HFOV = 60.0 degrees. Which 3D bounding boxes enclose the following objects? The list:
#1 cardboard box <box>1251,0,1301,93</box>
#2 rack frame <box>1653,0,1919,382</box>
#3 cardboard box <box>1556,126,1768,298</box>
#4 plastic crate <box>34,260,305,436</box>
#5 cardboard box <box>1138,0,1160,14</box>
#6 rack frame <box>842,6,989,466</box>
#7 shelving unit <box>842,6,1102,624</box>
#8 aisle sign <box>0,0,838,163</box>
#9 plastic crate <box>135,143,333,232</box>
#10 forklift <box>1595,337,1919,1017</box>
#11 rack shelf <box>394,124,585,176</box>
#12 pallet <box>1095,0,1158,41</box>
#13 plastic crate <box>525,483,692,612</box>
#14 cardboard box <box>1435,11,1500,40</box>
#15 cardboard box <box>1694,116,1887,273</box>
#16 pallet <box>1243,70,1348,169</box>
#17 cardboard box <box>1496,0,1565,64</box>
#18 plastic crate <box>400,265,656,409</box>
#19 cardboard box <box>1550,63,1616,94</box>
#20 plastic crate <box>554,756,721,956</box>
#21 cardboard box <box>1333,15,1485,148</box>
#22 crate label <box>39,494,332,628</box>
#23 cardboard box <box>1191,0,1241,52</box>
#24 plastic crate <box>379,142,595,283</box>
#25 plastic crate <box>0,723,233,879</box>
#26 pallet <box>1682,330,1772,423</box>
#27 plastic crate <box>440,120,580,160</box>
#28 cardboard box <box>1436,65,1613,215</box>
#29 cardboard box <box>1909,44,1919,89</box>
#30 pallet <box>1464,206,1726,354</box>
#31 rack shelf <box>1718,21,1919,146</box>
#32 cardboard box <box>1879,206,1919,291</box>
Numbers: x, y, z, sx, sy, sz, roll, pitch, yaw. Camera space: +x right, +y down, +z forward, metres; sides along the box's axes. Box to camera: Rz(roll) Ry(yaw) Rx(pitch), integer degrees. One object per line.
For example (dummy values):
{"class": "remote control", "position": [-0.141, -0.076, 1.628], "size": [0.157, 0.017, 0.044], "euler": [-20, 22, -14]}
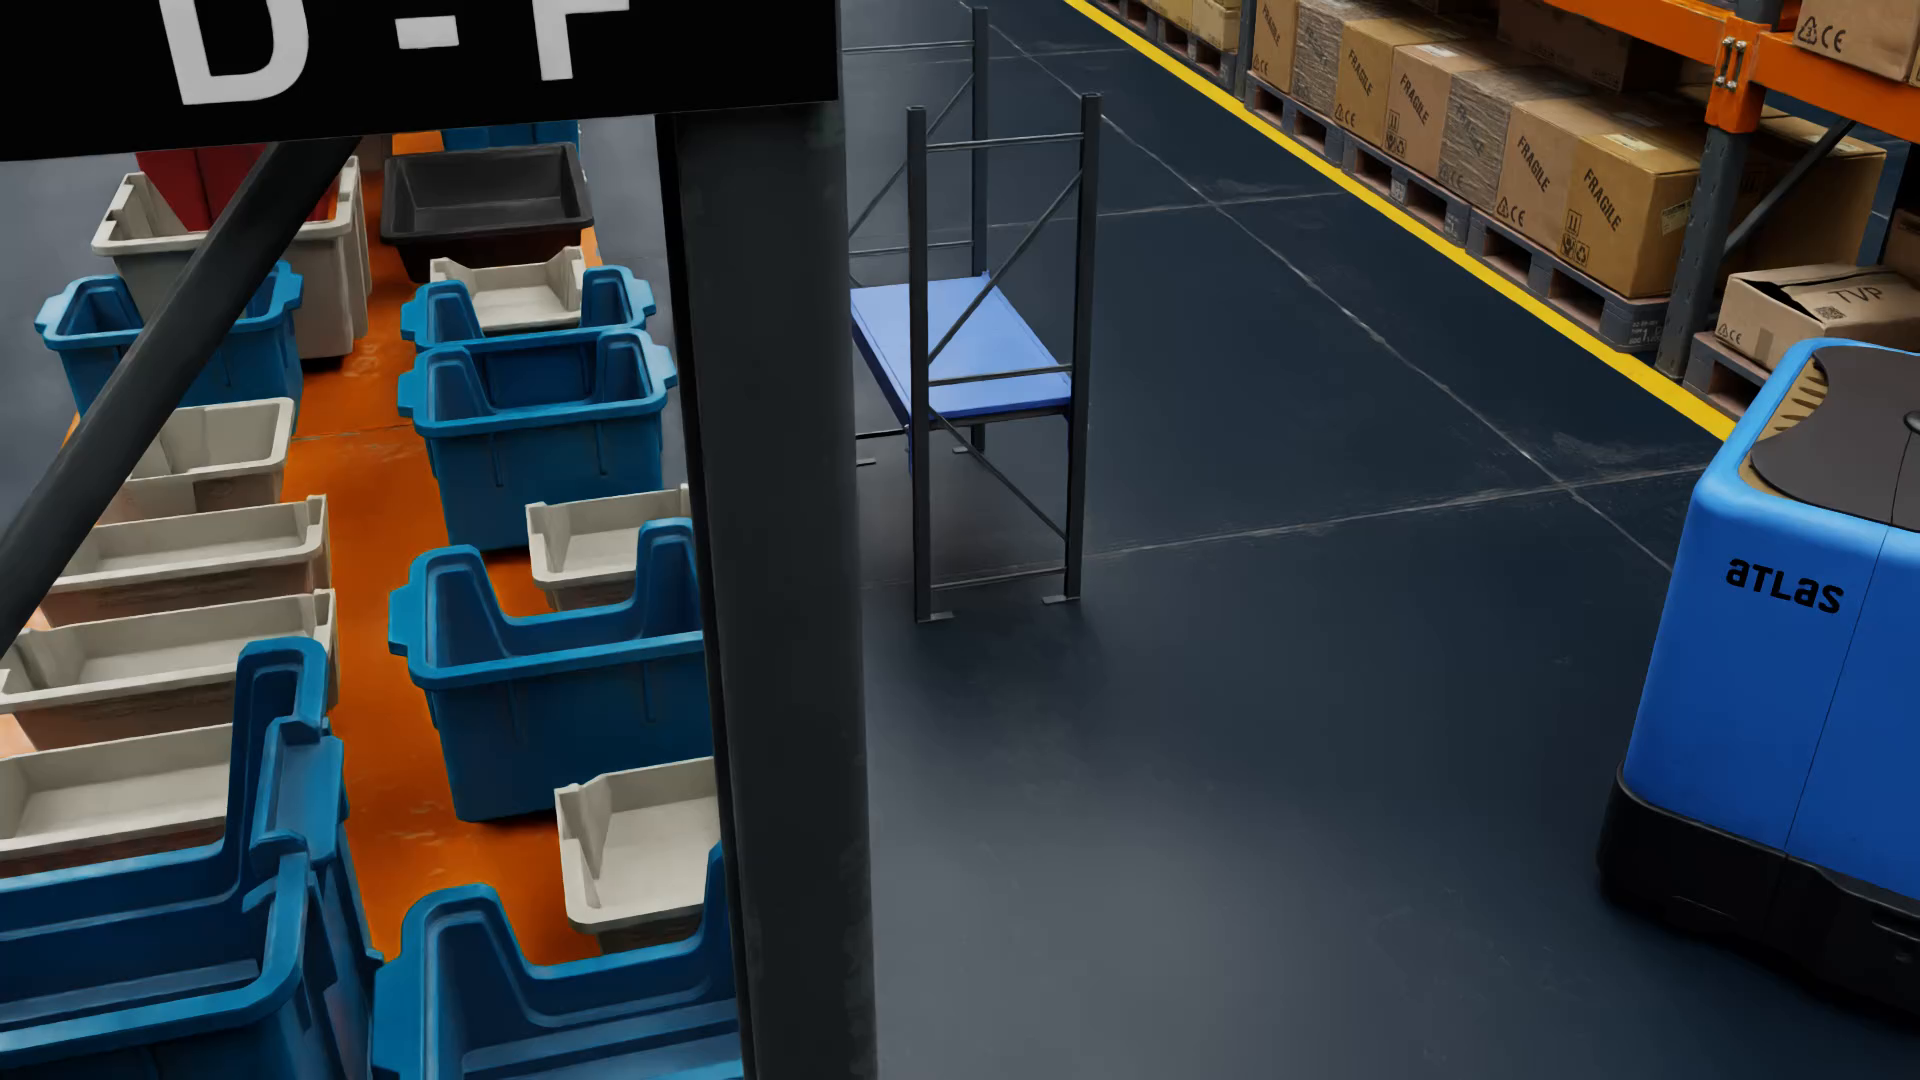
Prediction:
{"class": "cardboard box", "position": [1.943, -2.774, 9.104], "size": [0.500, 0.500, 0.500], "euler": [-7, 31, -11]}
{"class": "rack frame", "position": [3.159, -1.991, 5.696], "size": [1.000, 3.000, 0.127], "euler": [-8, 31, -13]}
{"class": "cardboard box", "position": [2.752, -1.300, 6.558], "size": [0.500, 0.500, 0.500], "euler": [-8, 31, -14]}
{"class": "plastic crate", "position": [-1.348, -0.314, 2.905], "size": [0.416, 0.233, 0.300], "euler": [-8, 31, -13]}
{"class": "cardboard box", "position": [1.452, -3.628, 10.850], "size": [0.500, 0.250, 0.500], "euler": [-7, 31, -12]}
{"class": "rack frame", "position": [-0.158, -0.936, 5.370], "size": [0.500, 1.500, 0.032], "euler": [-8, 31, -13]}
{"class": "shelving unit", "position": [-0.023, -0.690, 4.945], "size": [0.538, 1.500, 1.048], "euler": [-8, 31, -13]}
{"class": "aisle sign", "position": [-0.250, -0.532, 0.581], "size": [0.394, 0.787, 0.004], "euler": [-8, 31, -13]}
{"class": "plastic crate", "position": [-1.622, -0.924, 3.728], "size": [0.402, 0.464, 0.583], "euler": [-8, 31, -13]}
{"class": "forklift", "position": [2.960, -0.221, 2.706], "size": [3.031, 2.935, 1.130], "euler": [19, 35, 30]}
{"class": "rack shelf", "position": [-2.148, -1.989, 6.410], "size": [1.077, 0.370, 4.000], "euler": [-8, 31, -13]}
{"class": "pallet", "position": [1.596, -3.707, 11.444], "size": [1.003, 0.211, 1.213], "euler": [-8, 31, -13]}
{"class": "plastic crate", "position": [-0.489, 0.029, 2.409], "size": [0.250, 0.136, 0.298], "euler": [-8, 31, -13]}
{"class": "cardboard box", "position": [2.709, -2.361, 8.391], "size": [0.500, 0.500, 0.500], "euler": [-9, 31, -15]}
{"class": "cardboard box", "position": [3.266, -1.366, 6.672], "size": [0.500, 0.500, 0.500], "euler": [-9, 31, -16]}
{"class": "pallet", "position": [2.259, -2.351, 9.101], "size": [1.003, 0.211, 1.213], "euler": [-8, 31, -13]}
{"class": "cardboard box", "position": [2.867, -2.416, 7.737], "size": [0.500, 0.250, 0.500], "euler": [-8, 31, -14]}
{"class": "plastic crate", "position": [-0.733, -0.300, 2.881], "size": [0.416, 0.233, 0.300], "euler": [-8, 31, -13]}
{"class": "cardboard box", "position": [2.988, -1.864, 7.533], "size": [0.500, 0.500, 0.500], "euler": [-7, 31, -13]}
{"class": "plastic crate", "position": [-0.309, 0.357, 1.843], "size": [0.250, 0.136, 0.298], "euler": [-8, 31, -13]}
{"class": "cardboard box", "position": [2.215, -2.279, 8.249], "size": [0.500, 0.500, 0.500], "euler": [-8, 31, -14]}
{"class": "crate label", "position": [-1.107, 0.043, 2.385], "size": [0.396, 0.136, 0.243], "euler": [-8, 31, -13]}
{"class": "cardboard box", "position": [1.723, -3.137, 10.000], "size": [0.500, 0.250, 0.500], "euler": [-7, 31, -12]}
{"class": "plastic crate", "position": [-1.061, -0.737, 3.743], "size": [0.437, 0.125, 0.590], "euler": [-8, 31, -13]}
{"class": "plastic crate", "position": [-0.947, 0.316, 1.914], "size": [0.396, 0.136, 0.243], "euler": [-8, 31, -13]}
{"class": "pallet", "position": [3.341, -0.453, 5.821], "size": [1.003, 0.211, 1.213], "euler": [-8, 31, -13]}
{"class": "plastic crate", "position": [-1.165, -1.173, 4.239], "size": [0.392, 0.384, 0.575], "euler": [-8, 31, -13]}
{"class": "cardboard box", "position": [2.496, -1.782, 7.391], "size": [0.500, 0.500, 0.500], "euler": [-7, 31, -13]}
{"class": "cardboard box", "position": [3.171, -1.505, 4.757], "size": [0.500, 0.500, 0.500], "euler": [-7, 31, -12]}
{"class": "pallet", "position": [2.907, -1.172, 7.065], "size": [1.003, 0.211, 1.213], "euler": [-8, 31, -13]}
{"class": "rack shelf", "position": [3.690, -0.714, 4.207], "size": [1.077, 0.370, 4.000], "euler": [-8, 31, -13]}
{"class": "cardboard box", "position": [3.584, -0.862, 5.802], "size": [0.500, 0.500, 0.500], "euler": [-8, 31, -13]}
